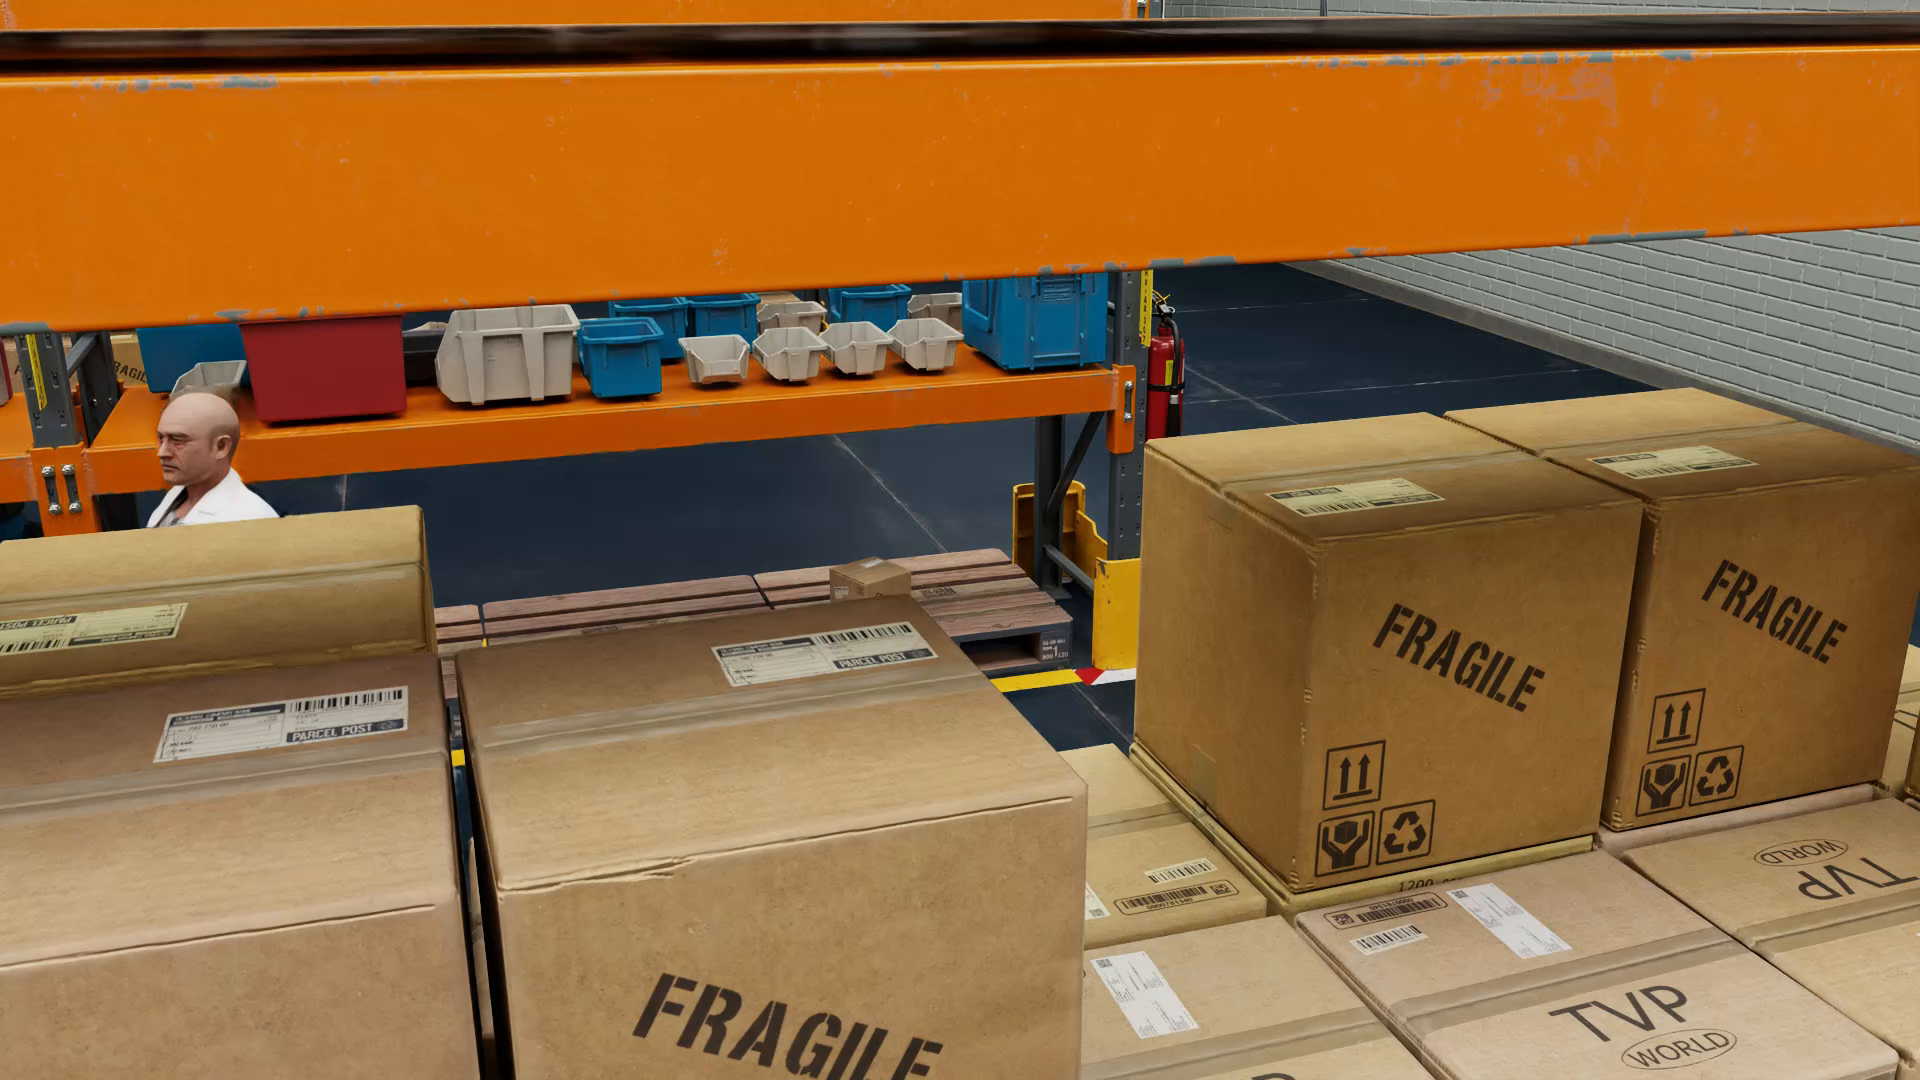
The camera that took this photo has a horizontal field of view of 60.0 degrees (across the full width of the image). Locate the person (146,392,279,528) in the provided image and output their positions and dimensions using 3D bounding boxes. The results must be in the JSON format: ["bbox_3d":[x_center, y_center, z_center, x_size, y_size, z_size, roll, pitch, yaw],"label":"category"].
[{"bbox_3d":[-2.047,0.494,4.672,0.627,1.843,0.570,14,24,36],"label":"person"}]
